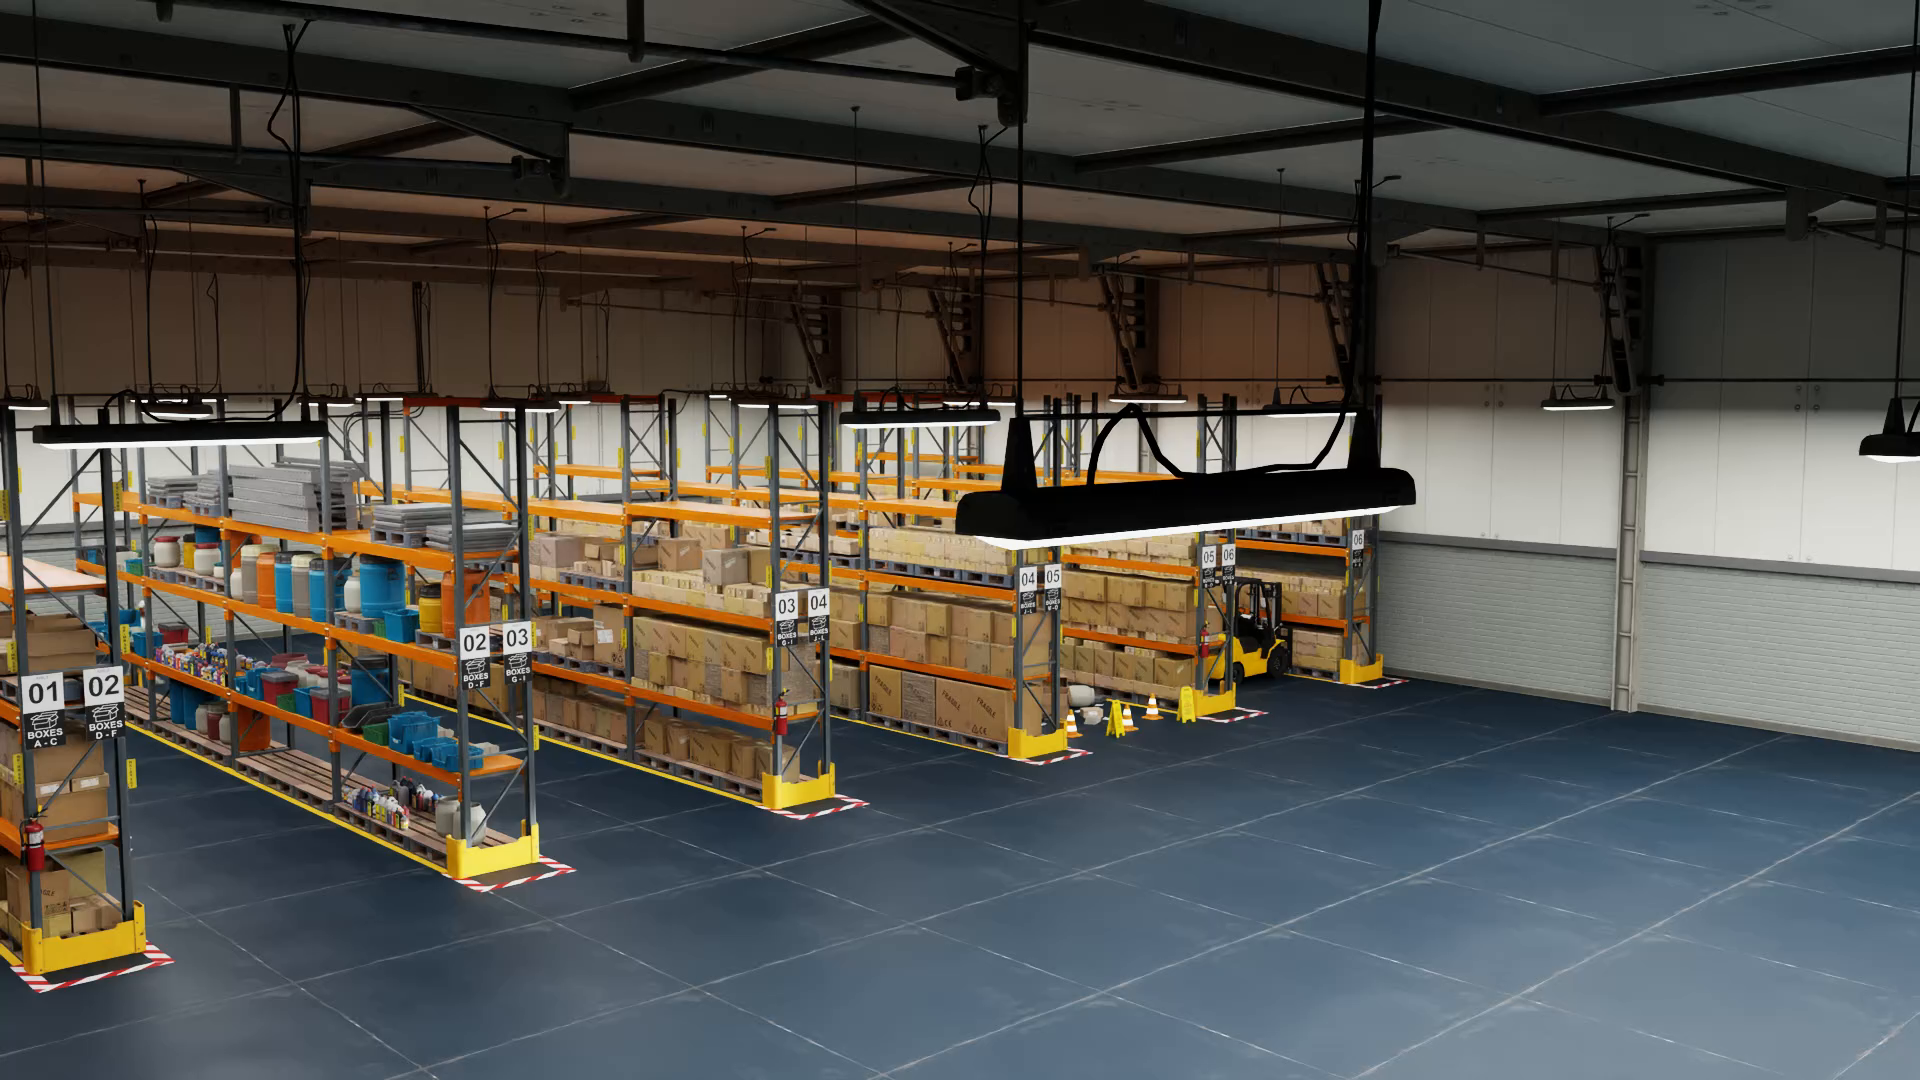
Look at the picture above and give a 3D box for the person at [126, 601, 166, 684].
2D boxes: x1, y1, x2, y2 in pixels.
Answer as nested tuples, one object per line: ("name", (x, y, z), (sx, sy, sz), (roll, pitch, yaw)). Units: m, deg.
("person", (-16.913, 2.112, 34.498), (1.113, 1.716, 0.604), (1, 6, 13))
